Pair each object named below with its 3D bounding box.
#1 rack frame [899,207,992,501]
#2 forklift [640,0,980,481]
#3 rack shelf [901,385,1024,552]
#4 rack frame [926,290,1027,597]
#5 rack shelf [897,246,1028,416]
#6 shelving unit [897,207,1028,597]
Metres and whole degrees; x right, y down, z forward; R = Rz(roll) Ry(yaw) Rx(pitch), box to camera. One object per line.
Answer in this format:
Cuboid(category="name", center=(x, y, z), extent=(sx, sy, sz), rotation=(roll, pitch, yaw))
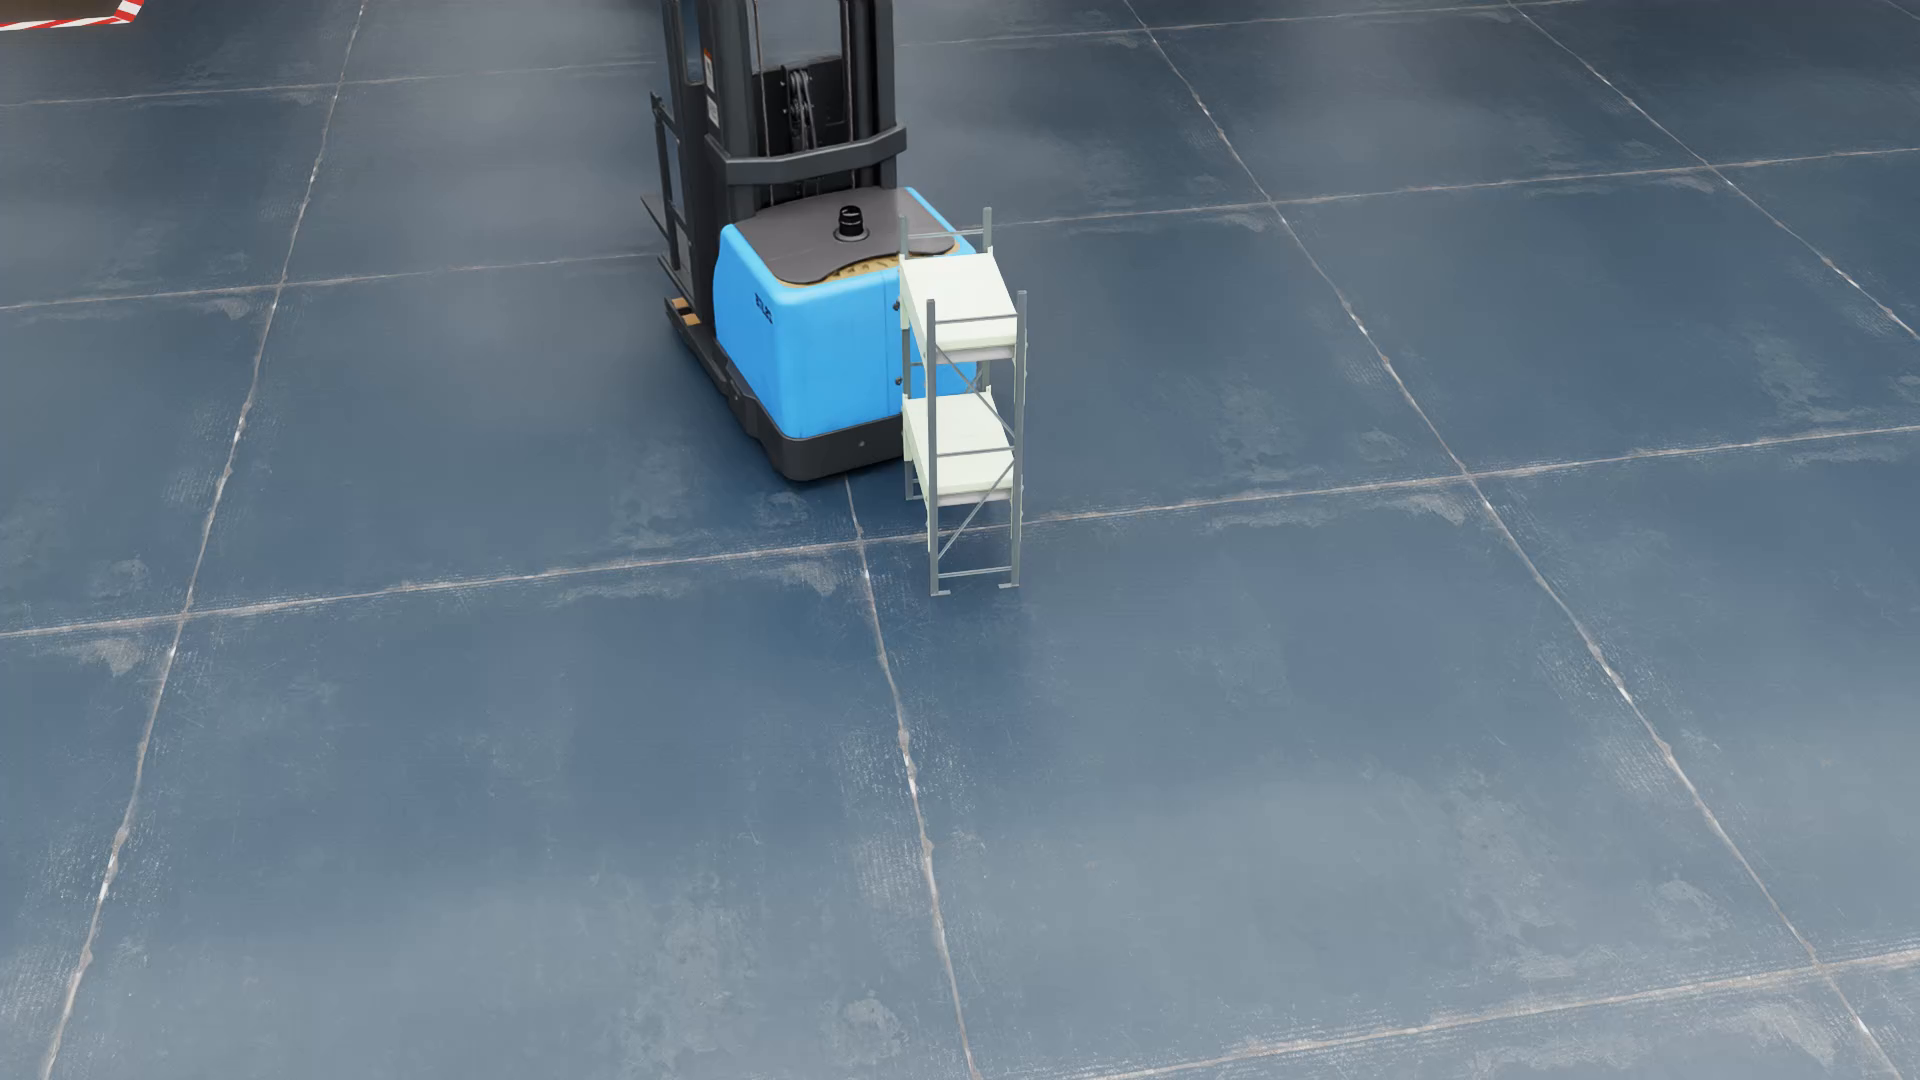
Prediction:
Cuboid(category="rack frame", center=(-0.063, -0.809, 7.569), extent=(0.400, 1.500, 0.023), rotation=(-6, 38, -8))
Cuboid(category="forklift", center=(-0.987, -2.339, 8.372), extent=(1.130, 2.935, 3.031), rotation=(-16, 41, -20))
Cuboid(category="rack shelf", center=(0.001, -0.331, 7.485), extent=(0.431, 0.370, 0.720), rotation=(-6, 38, -8))
Cuboid(category="rack frame", center=(0.065, -0.367, 7.000), extent=(0.400, 1.500, 0.023), rotation=(-6, 38, -8))
Cuboid(category="rack shelf", center=(0.001, -0.896, 7.045), extent=(0.431, 0.370, 0.720), rotation=(-6, 38, -8))
Cuboid(category="shelving unit", center=(0.001, -0.588, 7.285), extent=(0.431, 1.500, 0.755), rotation=(-6, 38, -8))
